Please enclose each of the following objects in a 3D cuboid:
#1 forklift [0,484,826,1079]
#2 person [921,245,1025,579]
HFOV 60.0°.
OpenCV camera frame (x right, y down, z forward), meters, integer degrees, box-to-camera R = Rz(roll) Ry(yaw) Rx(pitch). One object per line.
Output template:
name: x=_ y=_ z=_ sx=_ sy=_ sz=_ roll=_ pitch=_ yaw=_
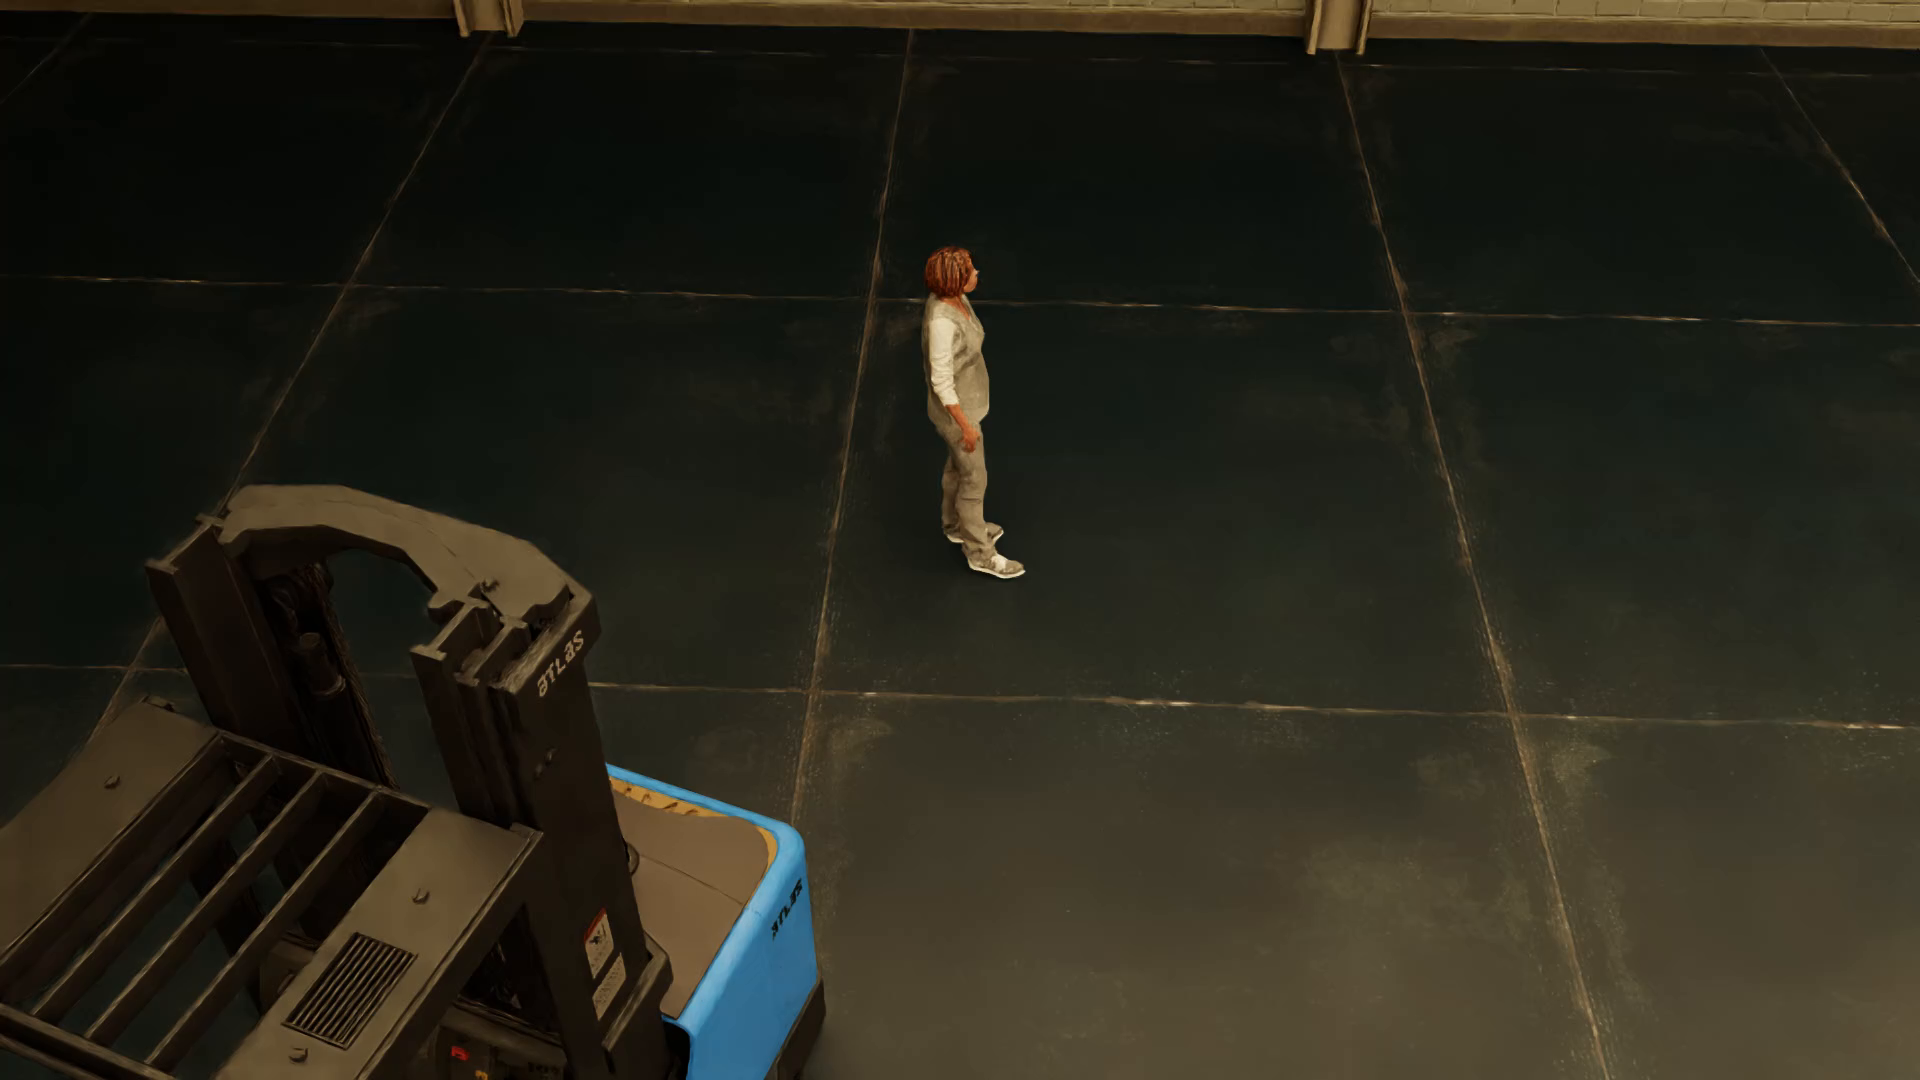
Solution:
forklift: x=-1.502 y=1.436 z=4.169 sx=1.130 sy=2.935 sz=3.031 roll=15 pitch=45 yaw=16
person: x=0.073 y=-0.583 z=7.360 sx=0.474 sy=1.597 sz=0.521 roll=2 pitch=42 yaw=2
